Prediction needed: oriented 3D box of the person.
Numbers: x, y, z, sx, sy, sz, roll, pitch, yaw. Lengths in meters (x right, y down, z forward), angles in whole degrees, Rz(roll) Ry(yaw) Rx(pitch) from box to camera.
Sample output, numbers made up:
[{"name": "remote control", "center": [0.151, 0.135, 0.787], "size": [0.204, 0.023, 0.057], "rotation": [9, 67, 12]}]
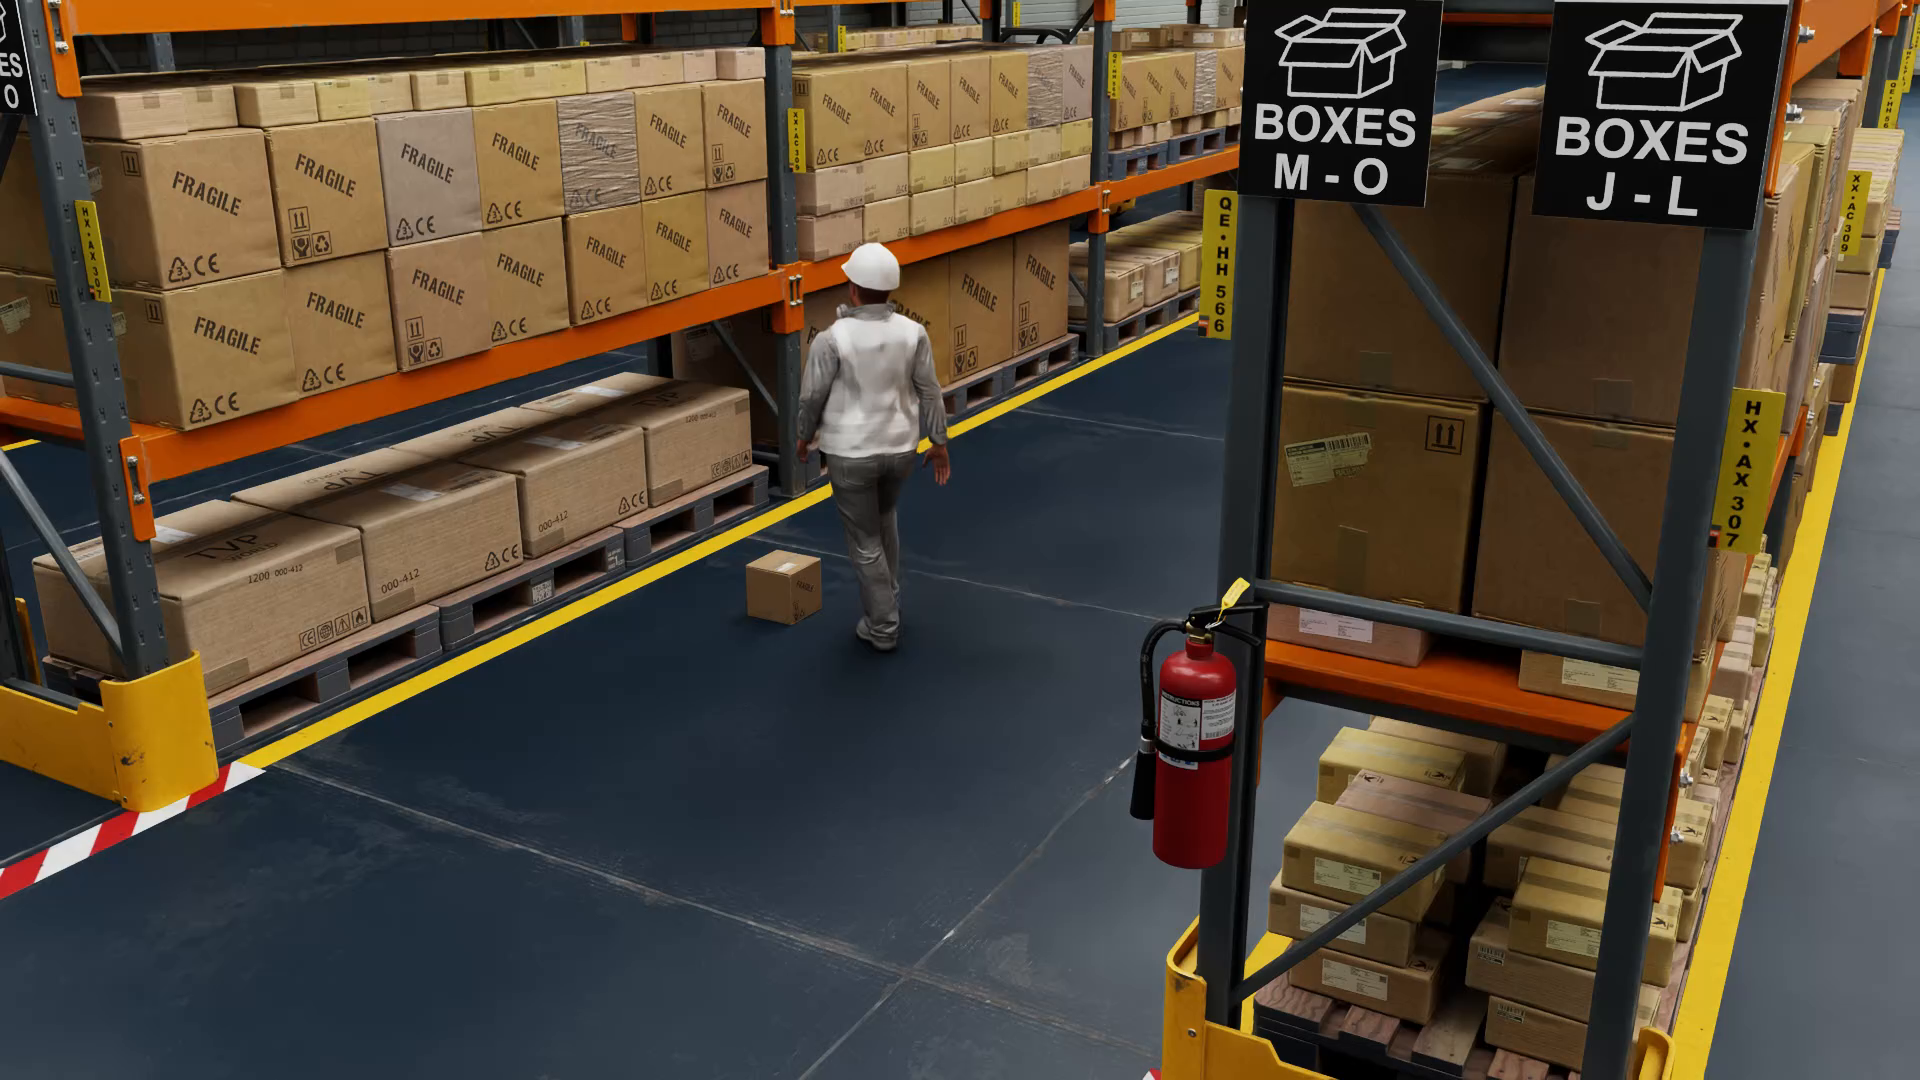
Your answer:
[{"name": "person", "center": [-0.417, -0.388, 7.189], "size": [0.631, 1.817, 0.524], "rotation": [-10, 22, -27]}]
